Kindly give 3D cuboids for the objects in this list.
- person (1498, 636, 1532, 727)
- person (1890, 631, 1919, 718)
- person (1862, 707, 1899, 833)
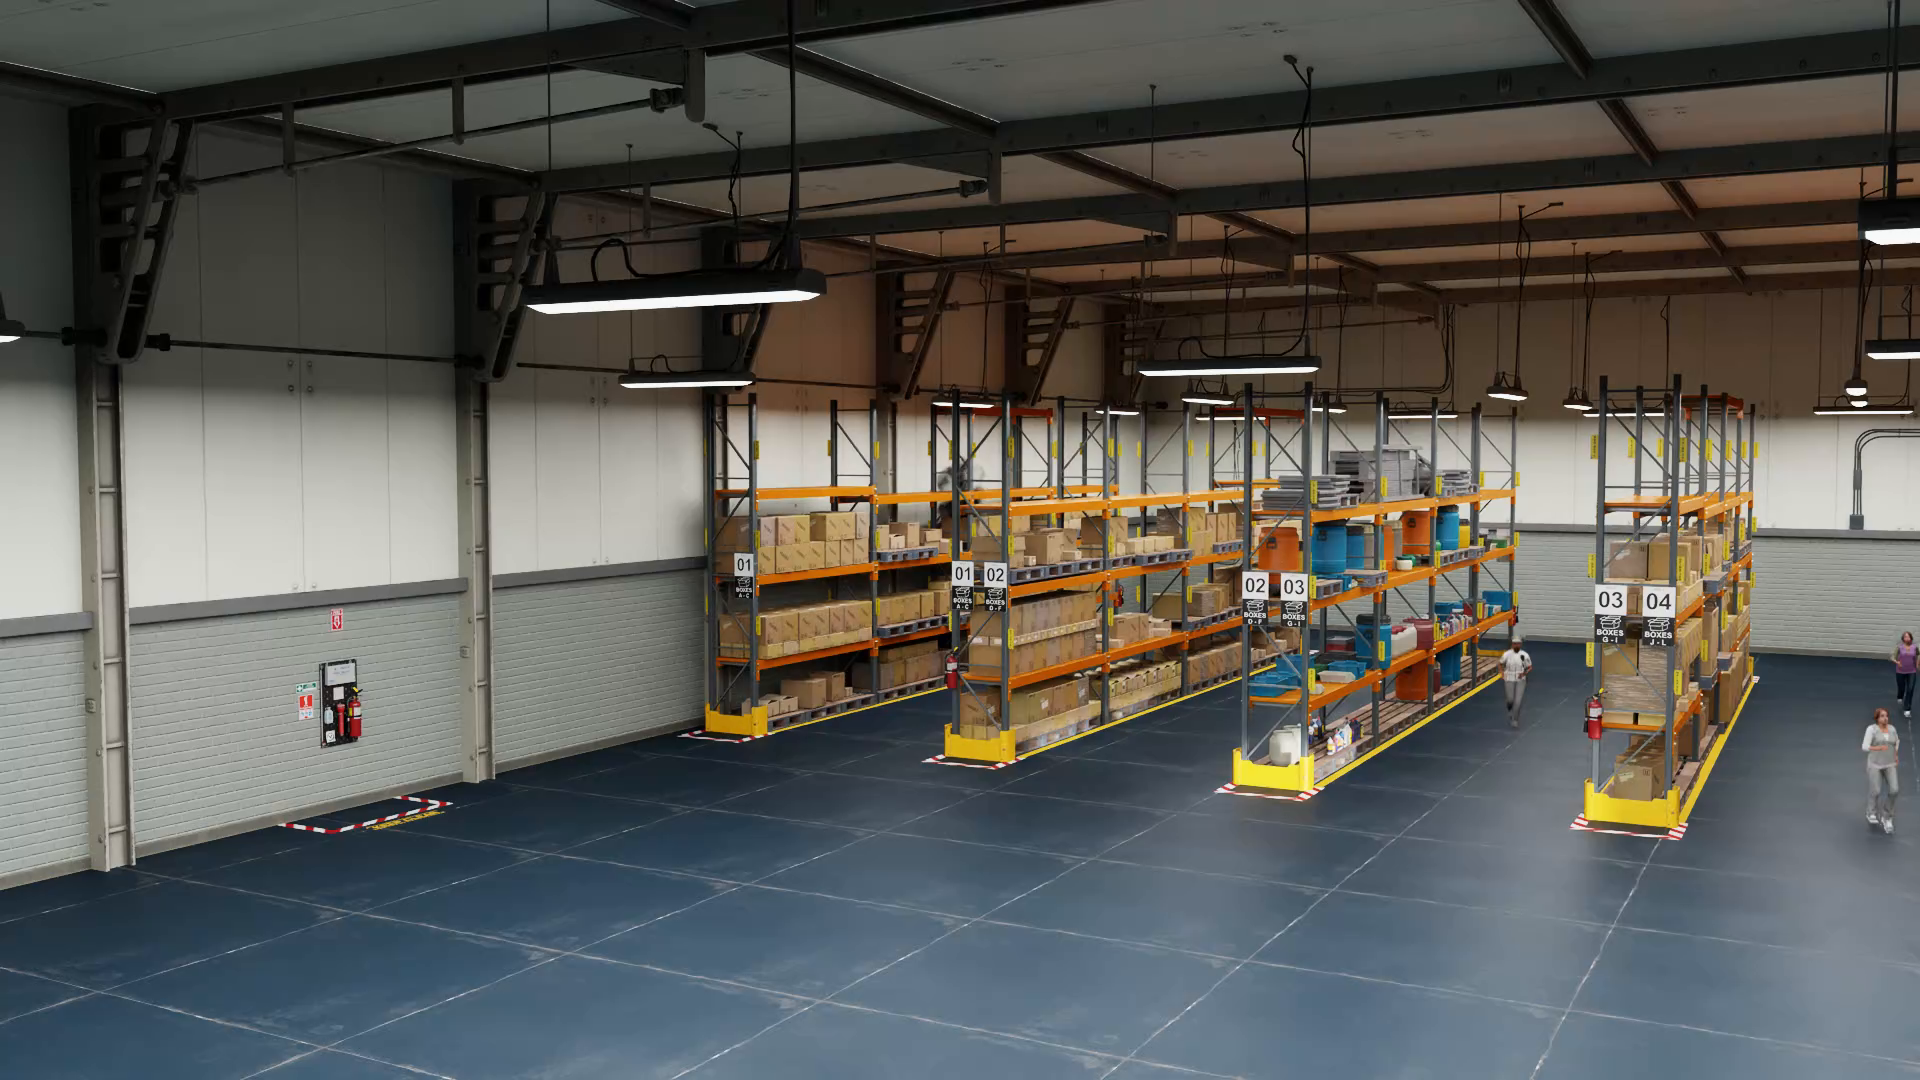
[{"bbox_3d":[10.060,2.548,30.132,0.588,1.654,0.566,1,3,15],"label":"person"},{"bbox_3d":[17.850,2.518,31.372,0.539,1.585,0.831,1,3,22],"label":"person"},{"bbox_3d":[12.146,3.020,21.896,0.514,1.635,0.660,1,3,11],"label":"person"}]
